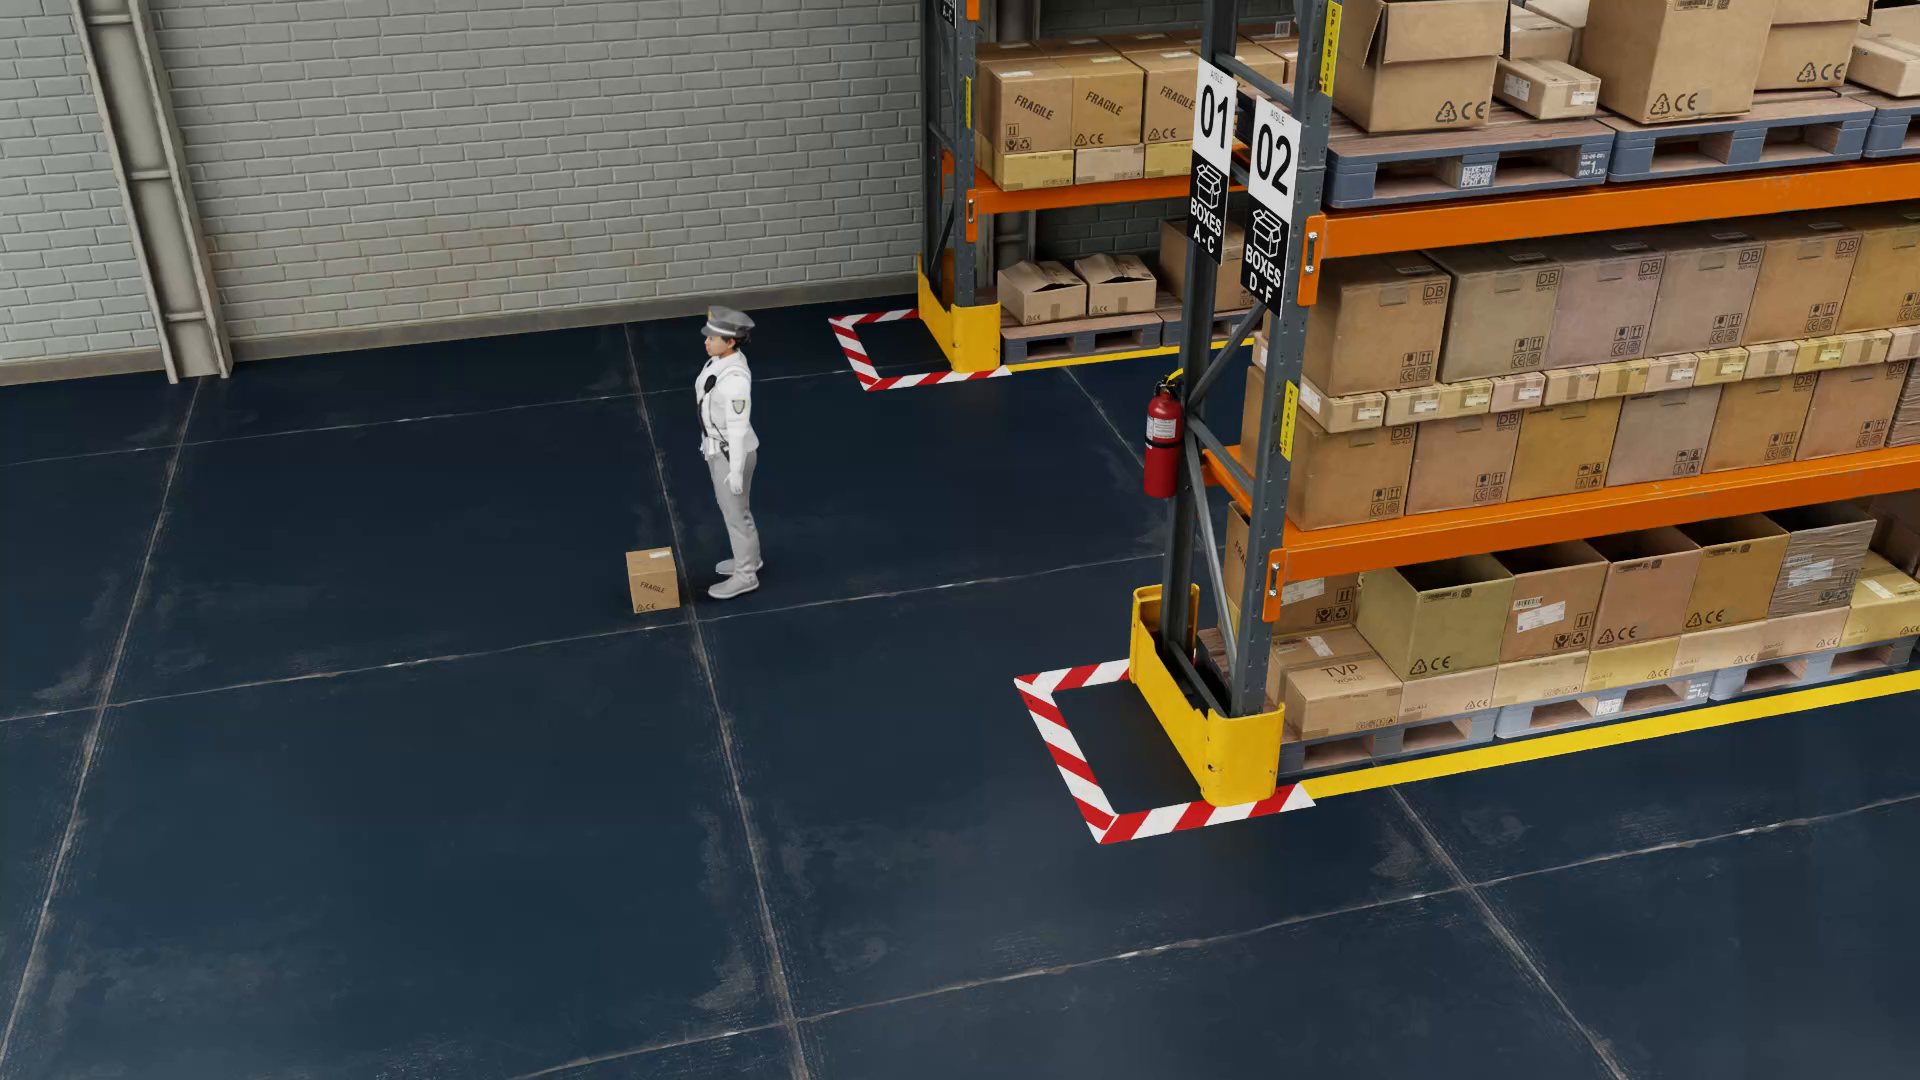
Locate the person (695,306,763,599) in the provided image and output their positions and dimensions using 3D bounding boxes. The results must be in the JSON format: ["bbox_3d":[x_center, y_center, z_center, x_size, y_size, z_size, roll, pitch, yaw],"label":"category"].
[{"bbox_3d":[-1.251,-0.466,8.988,0.363,1.719,0.511,-8,31,-13],"label":"person"}]
